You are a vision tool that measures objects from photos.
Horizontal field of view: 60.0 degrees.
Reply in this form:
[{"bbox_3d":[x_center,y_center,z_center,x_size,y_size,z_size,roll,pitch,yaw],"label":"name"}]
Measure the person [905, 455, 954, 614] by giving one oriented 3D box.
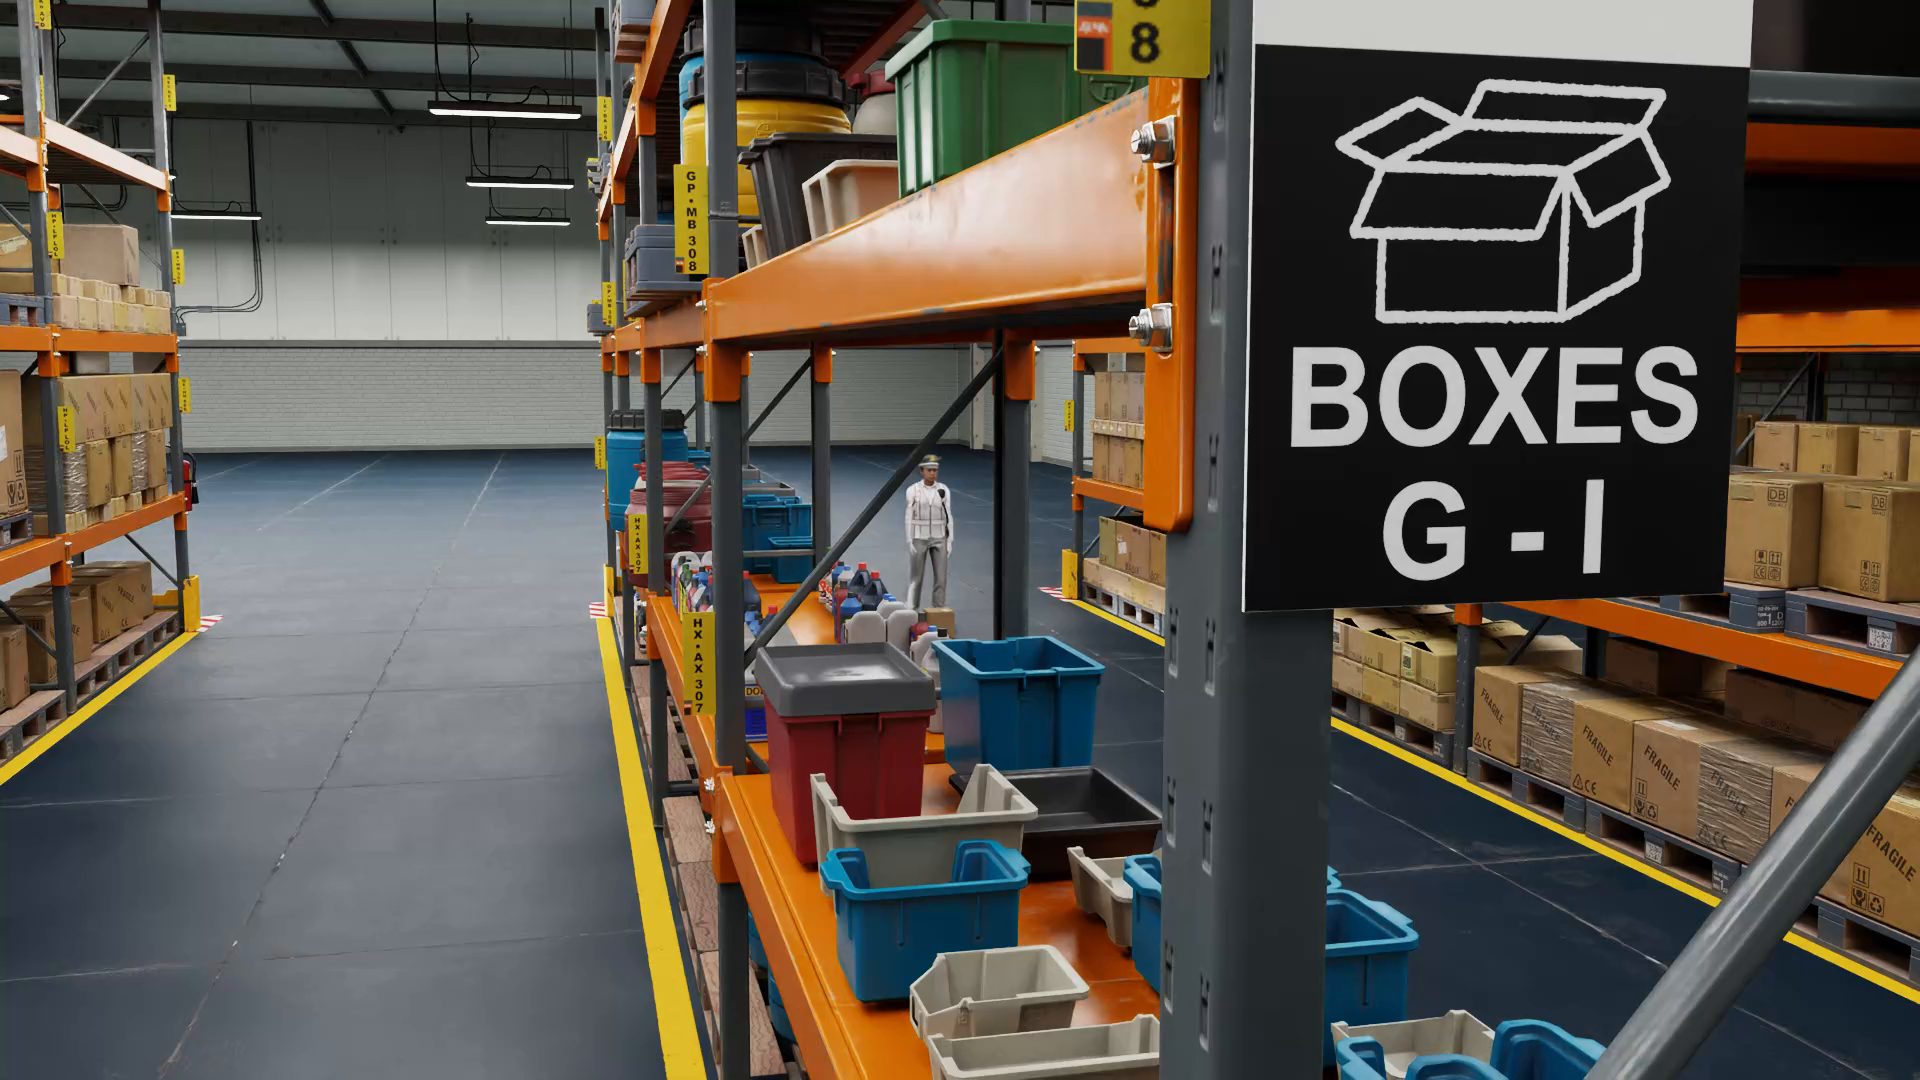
[{"bbox_3d":[-0.290,0.028,15.949,0.465,1.701,0.343,-1,6,-12],"label":"person"}]
